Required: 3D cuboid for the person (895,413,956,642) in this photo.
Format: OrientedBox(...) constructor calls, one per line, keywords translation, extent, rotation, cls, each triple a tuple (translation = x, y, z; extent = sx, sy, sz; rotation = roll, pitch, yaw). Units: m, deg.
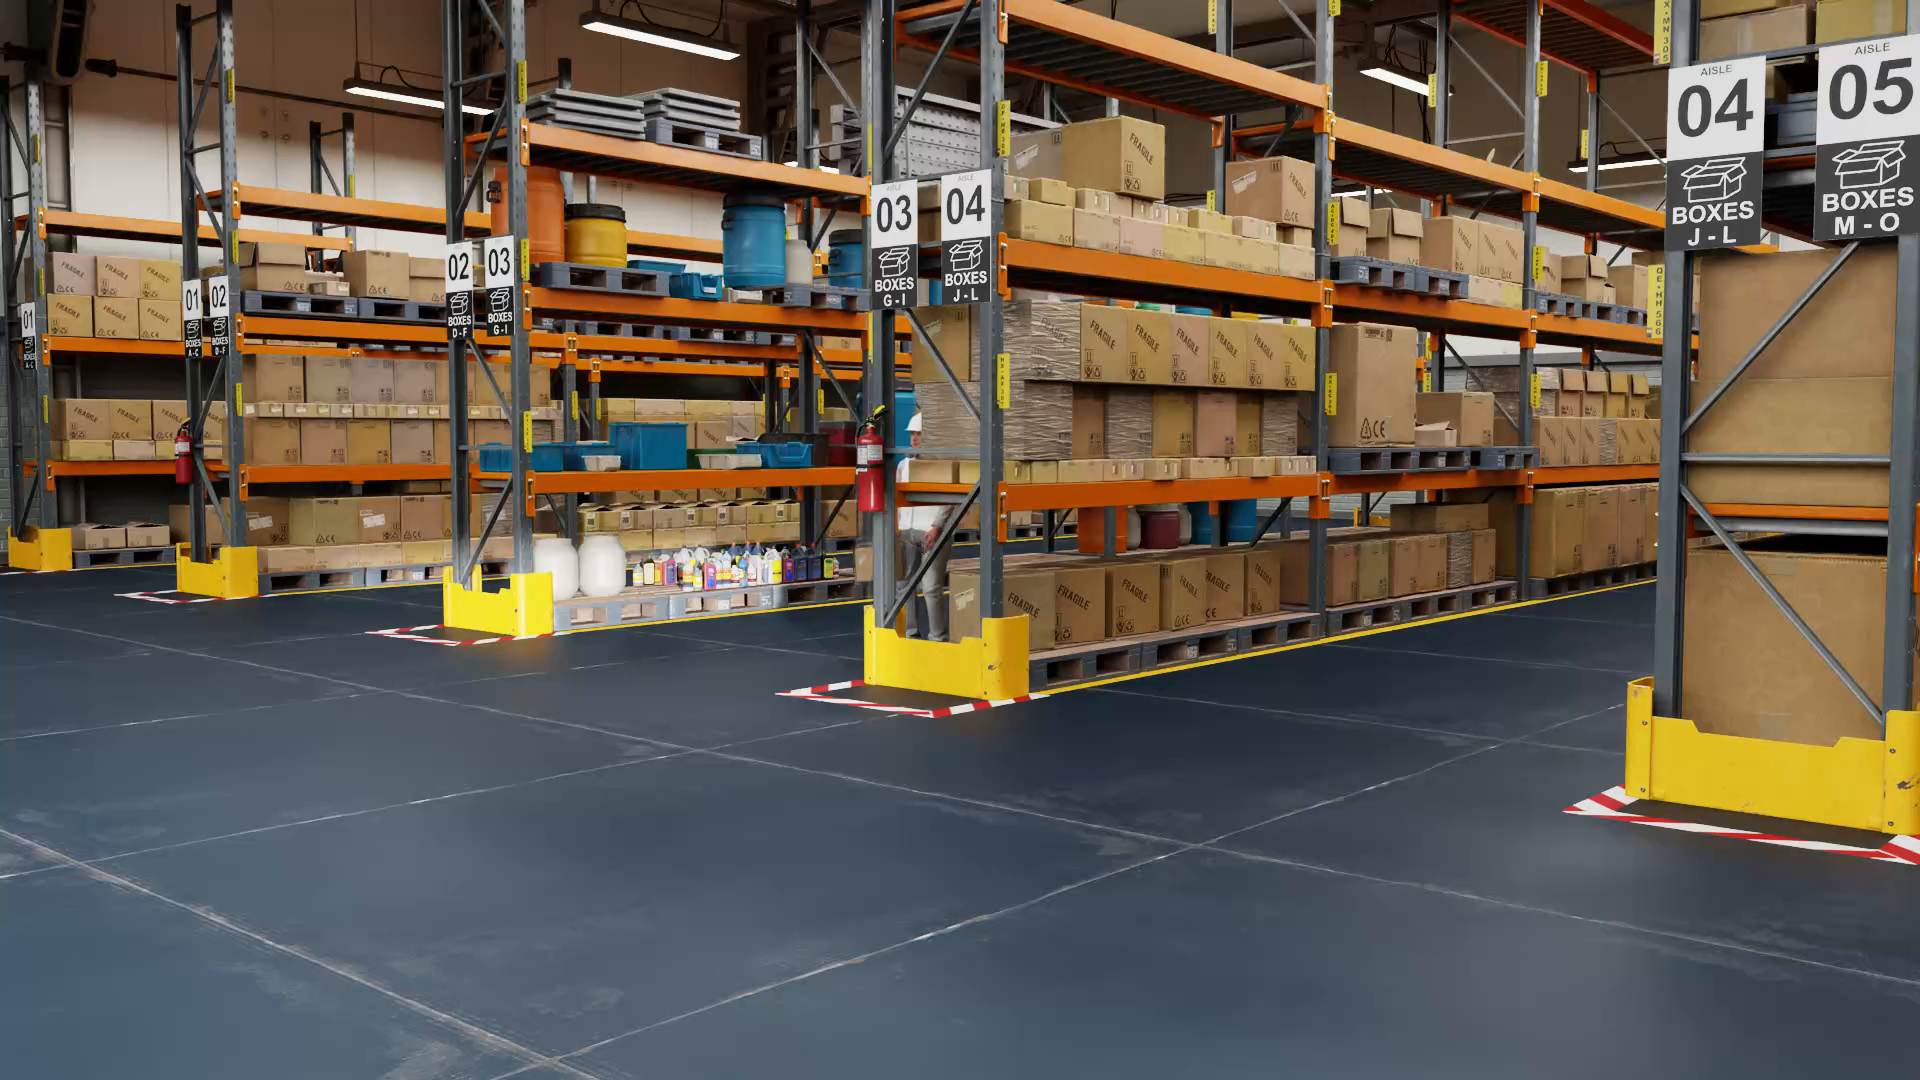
OrientedBox(translation=(-0.262, -0.050, 12.267), extent=(0.553, 1.778, 0.434), rotation=(3, 4, 38), cls="person")
